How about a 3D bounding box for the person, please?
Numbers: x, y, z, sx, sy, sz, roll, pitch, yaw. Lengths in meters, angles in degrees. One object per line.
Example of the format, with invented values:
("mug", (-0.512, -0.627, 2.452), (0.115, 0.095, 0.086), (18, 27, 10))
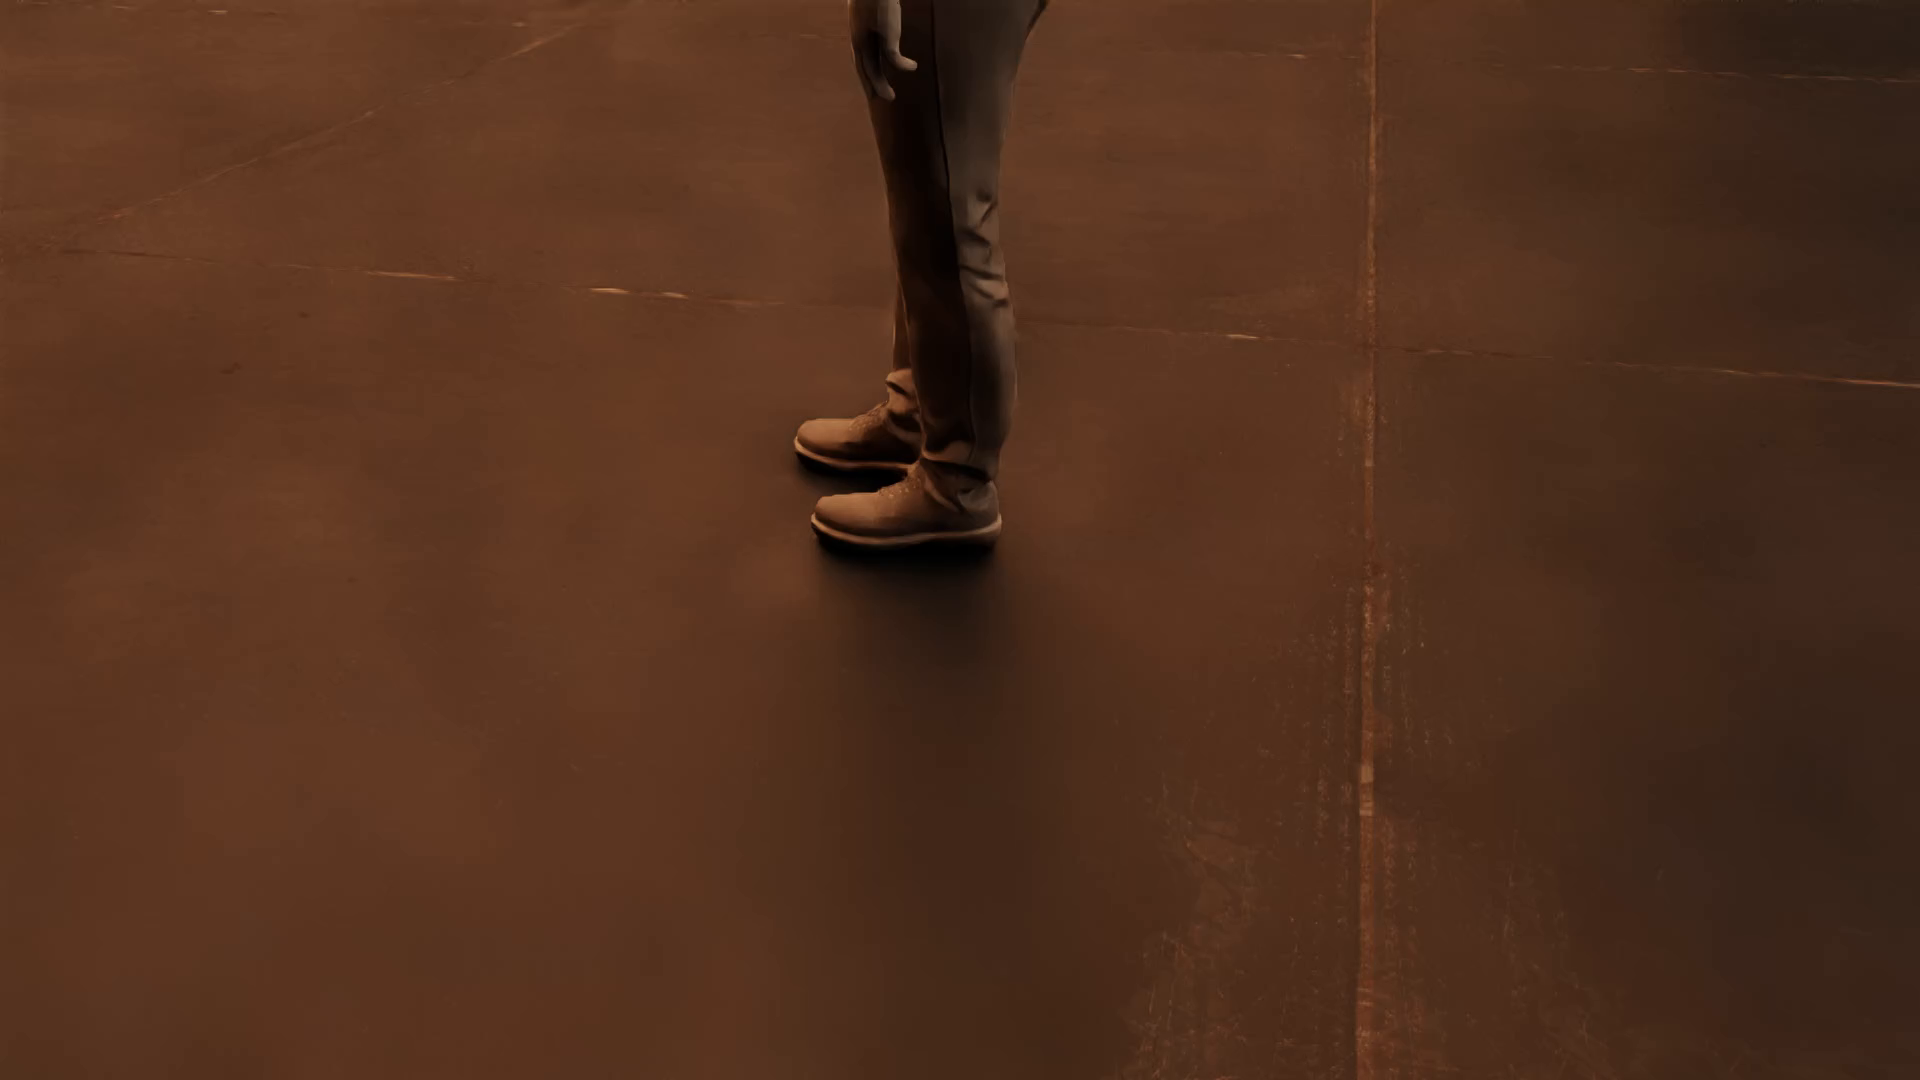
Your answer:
("person", (-0.065, -0.773, 2.134), (0.533, 1.695, 0.586), (6, 27, 11))
